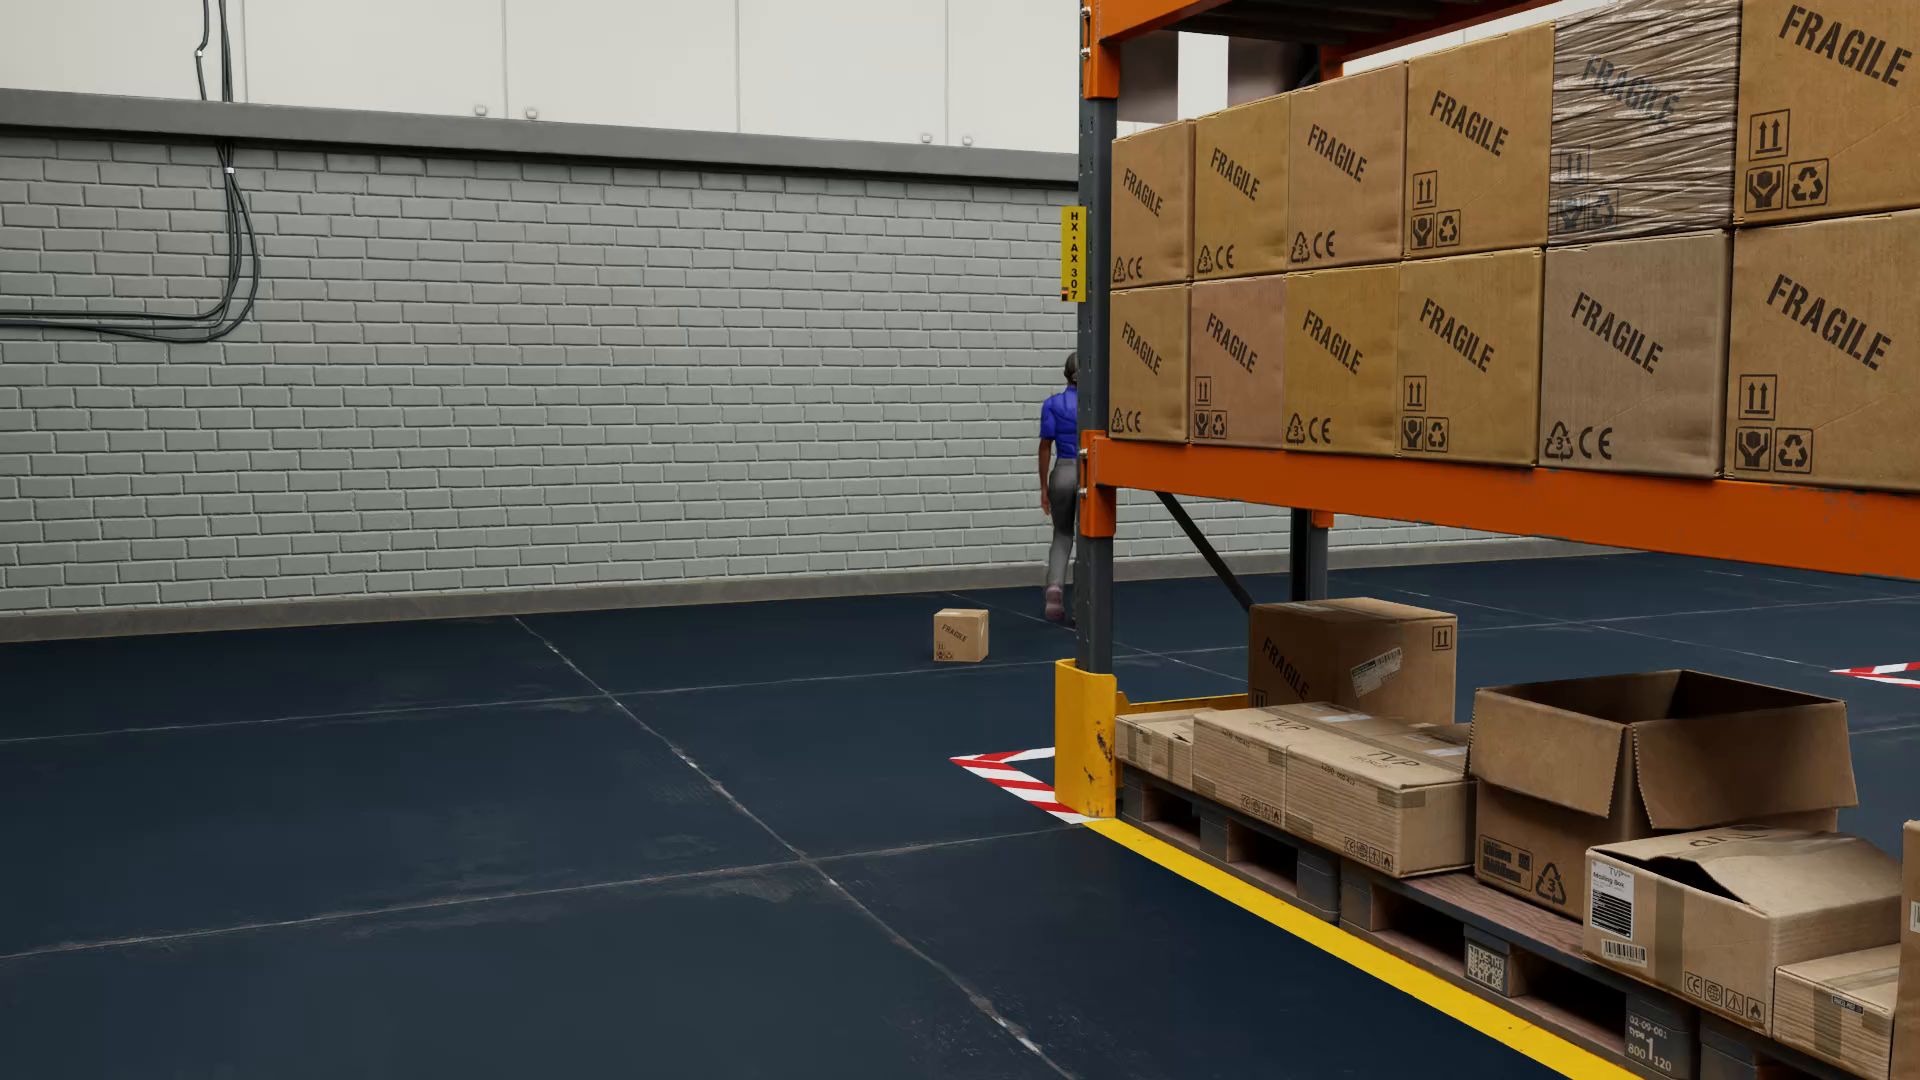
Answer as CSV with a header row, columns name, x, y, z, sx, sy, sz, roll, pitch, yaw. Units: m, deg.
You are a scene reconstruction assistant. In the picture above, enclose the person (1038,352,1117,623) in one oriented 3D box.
name,x,y,z,sx,sy,sz,roll,pitch,yaw
person,0.729,-0.316,10.172,0.452,1.664,0.430,2,6,18
